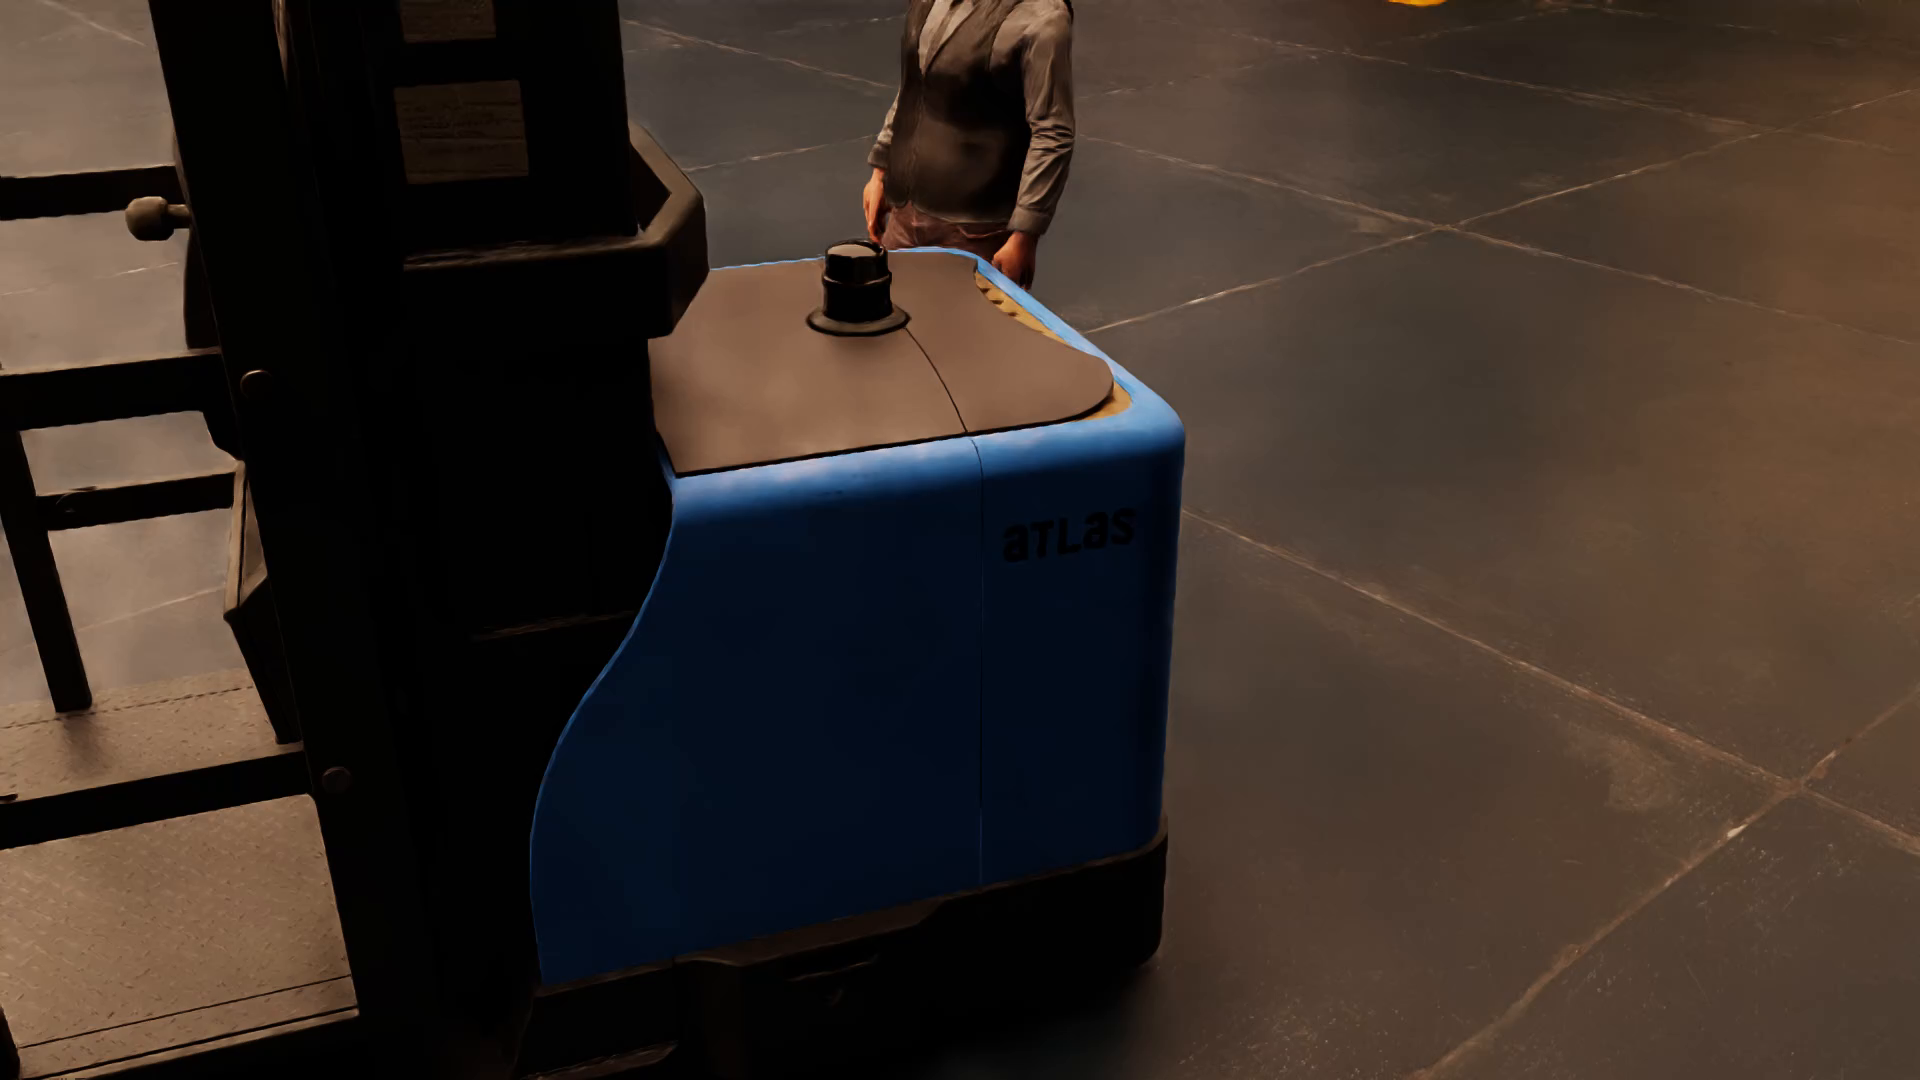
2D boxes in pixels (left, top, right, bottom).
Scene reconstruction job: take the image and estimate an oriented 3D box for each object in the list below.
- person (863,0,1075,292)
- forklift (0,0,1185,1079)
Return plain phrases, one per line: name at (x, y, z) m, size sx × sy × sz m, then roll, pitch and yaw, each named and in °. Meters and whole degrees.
person at (-0.053, -0.763, 4.085) m, size 0.567 × 1.720 × 0.632 m, roll -20°, pitch 33°, yaw -35°
forklift at (-1.218, -0.517, 2.244) m, size 3.031 × 2.935 × 1.130 m, roll -9°, pitch 28°, yaw -18°
